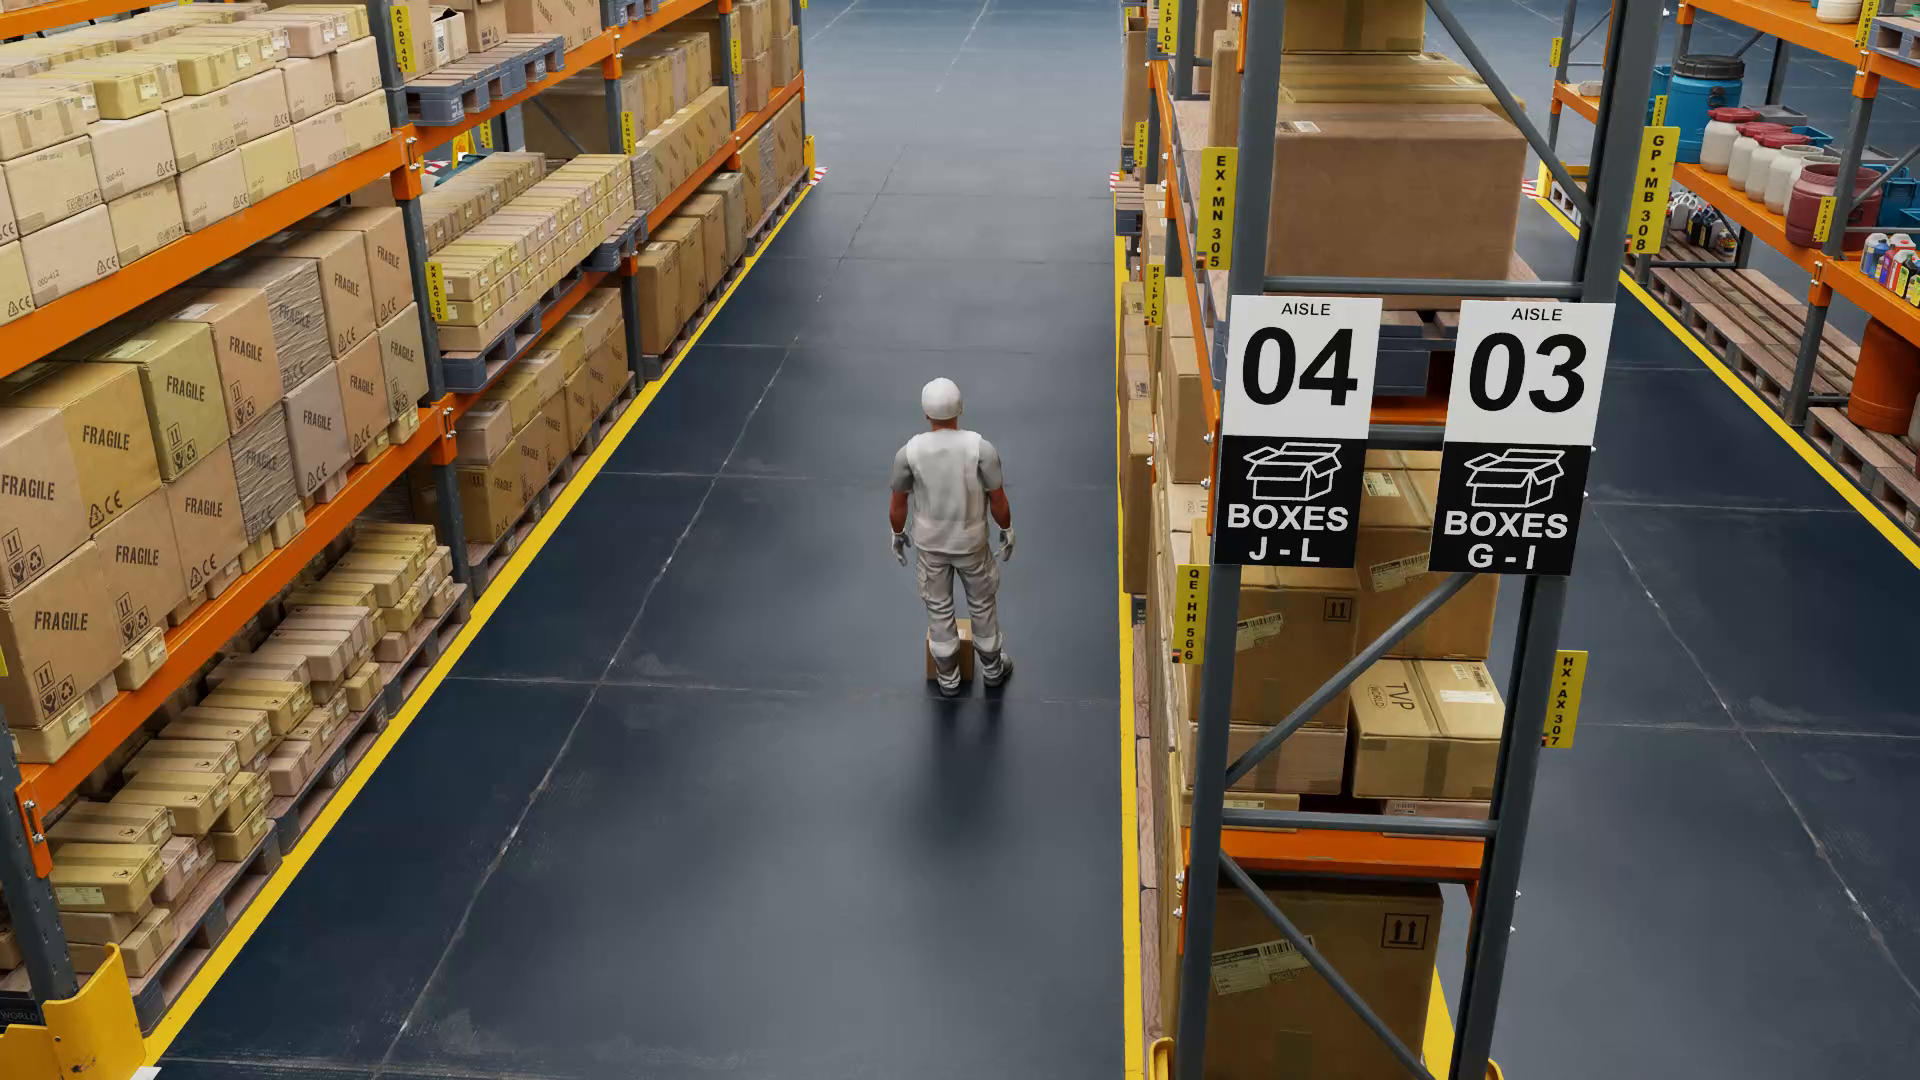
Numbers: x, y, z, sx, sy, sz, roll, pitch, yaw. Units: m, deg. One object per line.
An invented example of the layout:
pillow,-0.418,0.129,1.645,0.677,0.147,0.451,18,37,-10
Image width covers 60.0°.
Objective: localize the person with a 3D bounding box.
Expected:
person,-0.032,-0.029,8.617,0.638,1.788,0.563,2,24,4
